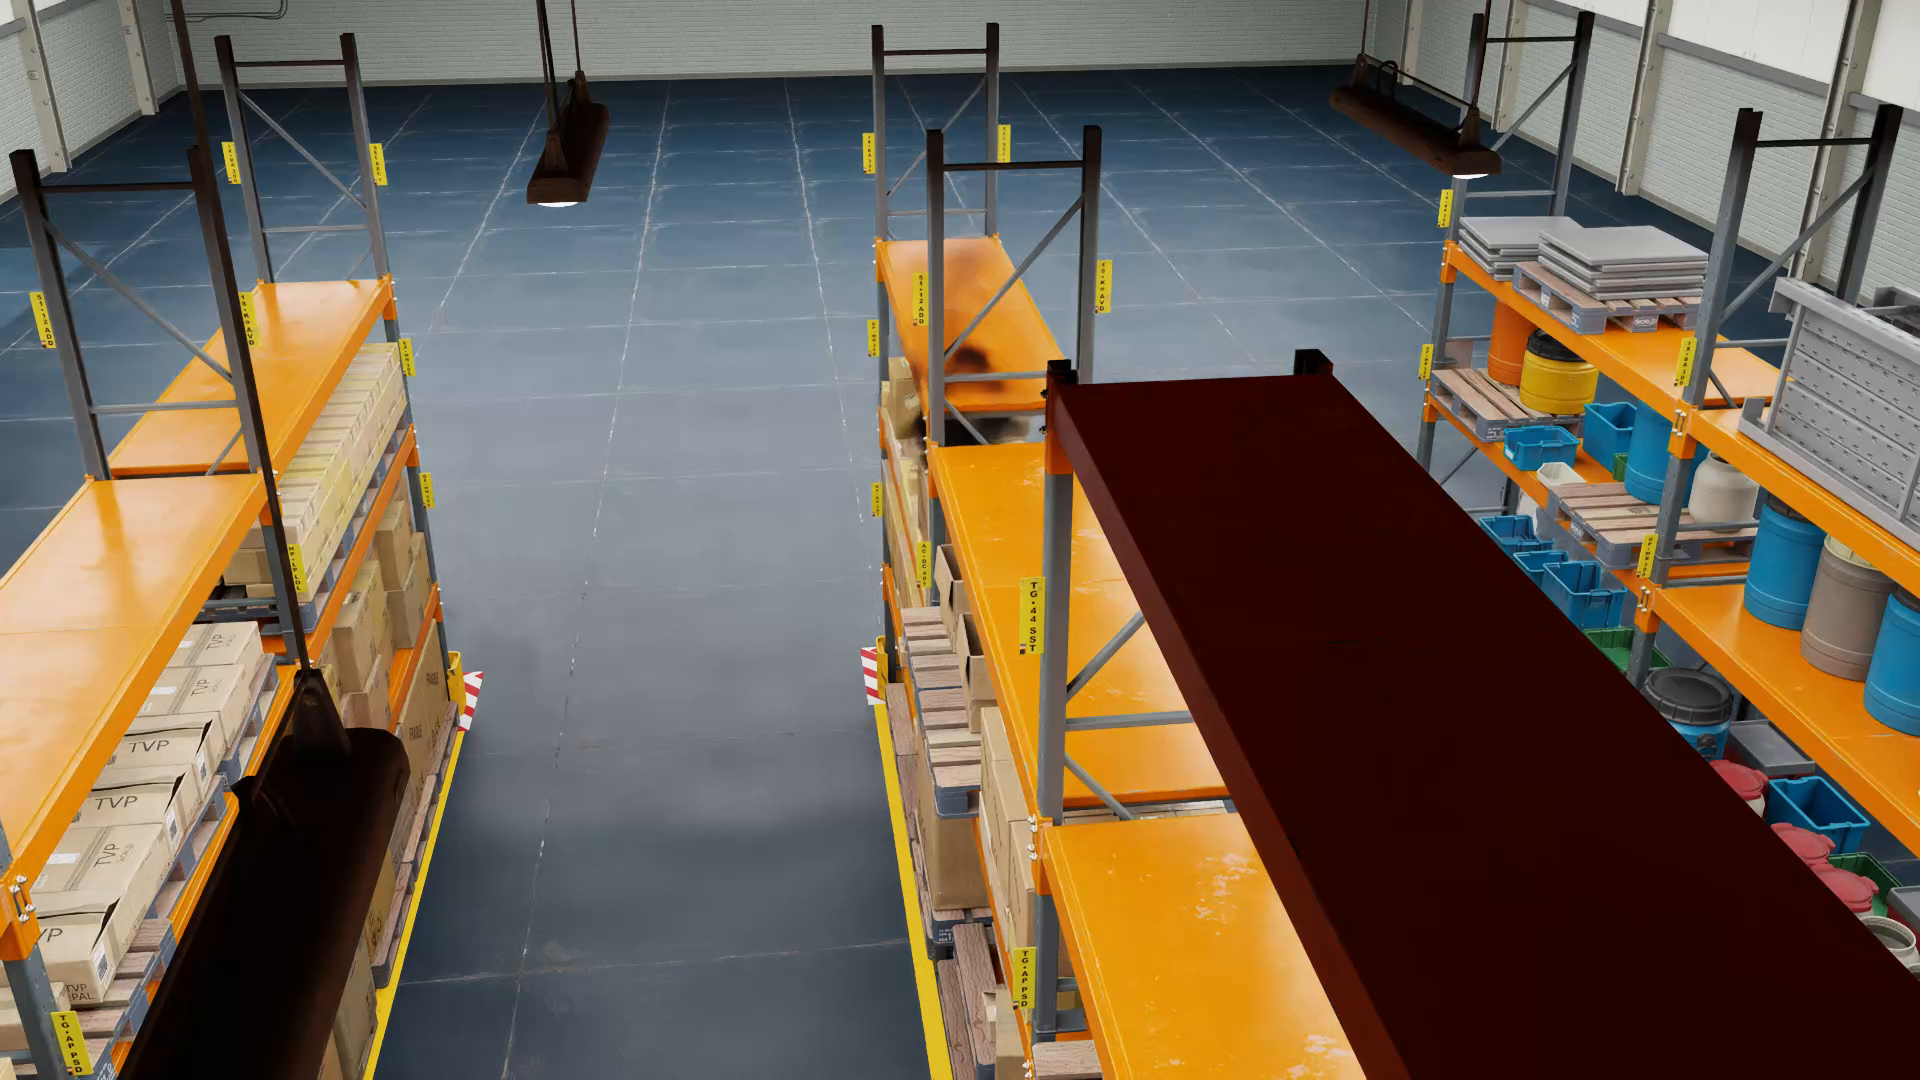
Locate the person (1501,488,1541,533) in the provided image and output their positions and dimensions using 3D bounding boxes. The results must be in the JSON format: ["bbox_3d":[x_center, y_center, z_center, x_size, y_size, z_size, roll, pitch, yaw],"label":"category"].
[{"bbox_3d":[5.603,-0.094,16.700,0.694,1.750,0.566,-16,30,-30],"label":"person"}]
